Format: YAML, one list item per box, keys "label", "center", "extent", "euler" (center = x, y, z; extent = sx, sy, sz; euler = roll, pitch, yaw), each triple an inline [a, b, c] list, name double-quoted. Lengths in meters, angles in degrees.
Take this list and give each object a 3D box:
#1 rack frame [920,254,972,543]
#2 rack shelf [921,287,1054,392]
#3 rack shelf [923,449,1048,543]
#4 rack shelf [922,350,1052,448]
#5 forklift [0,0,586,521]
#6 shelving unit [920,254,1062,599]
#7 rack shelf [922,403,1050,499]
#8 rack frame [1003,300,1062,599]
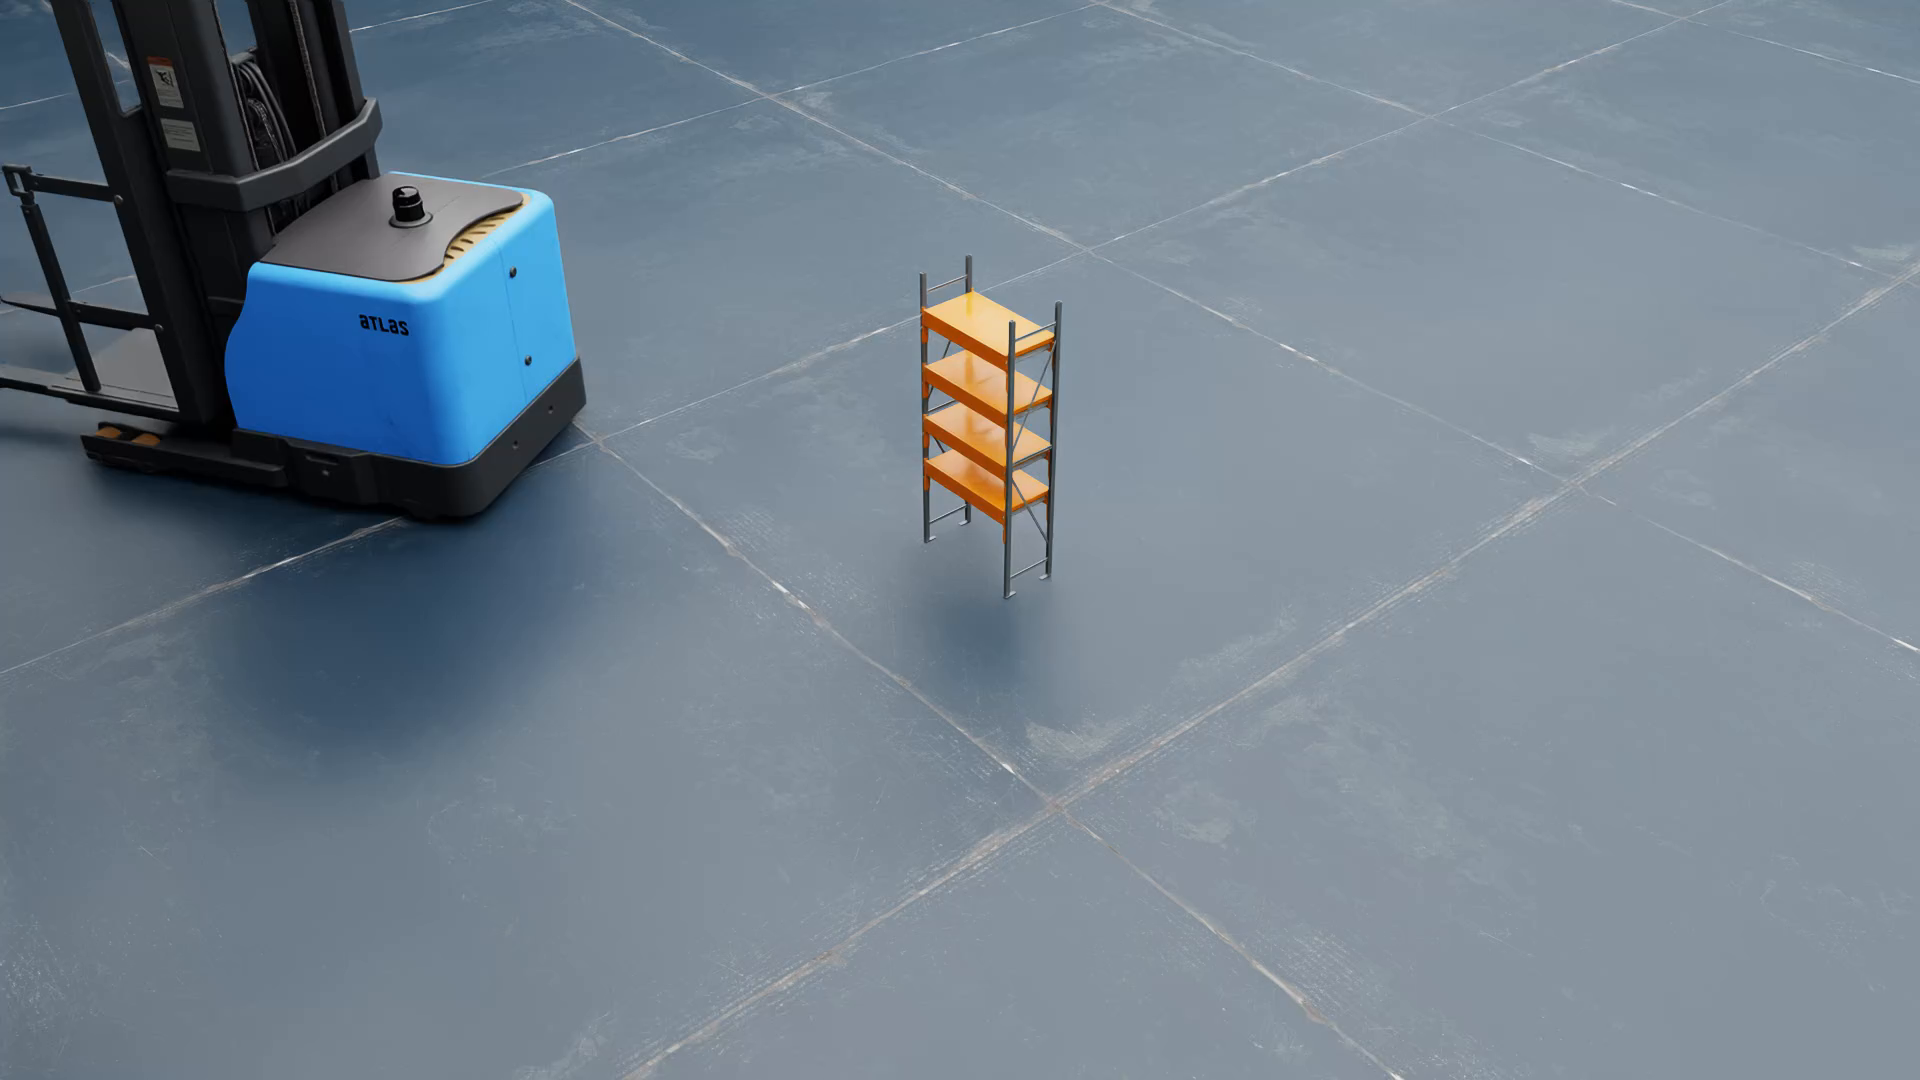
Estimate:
- label: "rack frame"
  center: [-0.051, -0.524, 6.452]
  extent: [0.240, 1.200, 0.015]
  euler: [-26, 43, -32]
- label: "rack shelf"
  center: [0.107, -0.737, 6.073]
  extent: [0.258, 0.148, 0.480]
  euler: [-26, 43, -32]
- label: "rack shelf"
  center: [0.107, -0.200, 6.454]
  extent: [0.258, 0.148, 0.480]
  euler: [-26, 43, -32]
- label: "rack shelf"
  center: [0.107, -0.544, 6.210]
  extent: [0.258, 0.148, 0.480]
  euler: [-26, 43, -32]
- label: "forklift"
  center: [-3.260, -1.765, 6.705]
  extent: [3.031, 2.935, 1.130]
  euler: [10, 37, 14]
- label: "shelving unit"
  center: [0.107, -0.417, 6.300]
  extent: [0.258, 1.200, 0.503]
  euler: [-26, 43, -32]
- label: "rack shelf"
  center: [0.107, -0.362, 6.339]
  extent: [0.258, 0.148, 0.480]
  euler: [-26, 43, -32]
- label: "rack frame"
  center: [0.264, -0.309, 6.148]
  extent: [0.240, 1.200, 0.015]
  euler: [-26, 43, -32]
